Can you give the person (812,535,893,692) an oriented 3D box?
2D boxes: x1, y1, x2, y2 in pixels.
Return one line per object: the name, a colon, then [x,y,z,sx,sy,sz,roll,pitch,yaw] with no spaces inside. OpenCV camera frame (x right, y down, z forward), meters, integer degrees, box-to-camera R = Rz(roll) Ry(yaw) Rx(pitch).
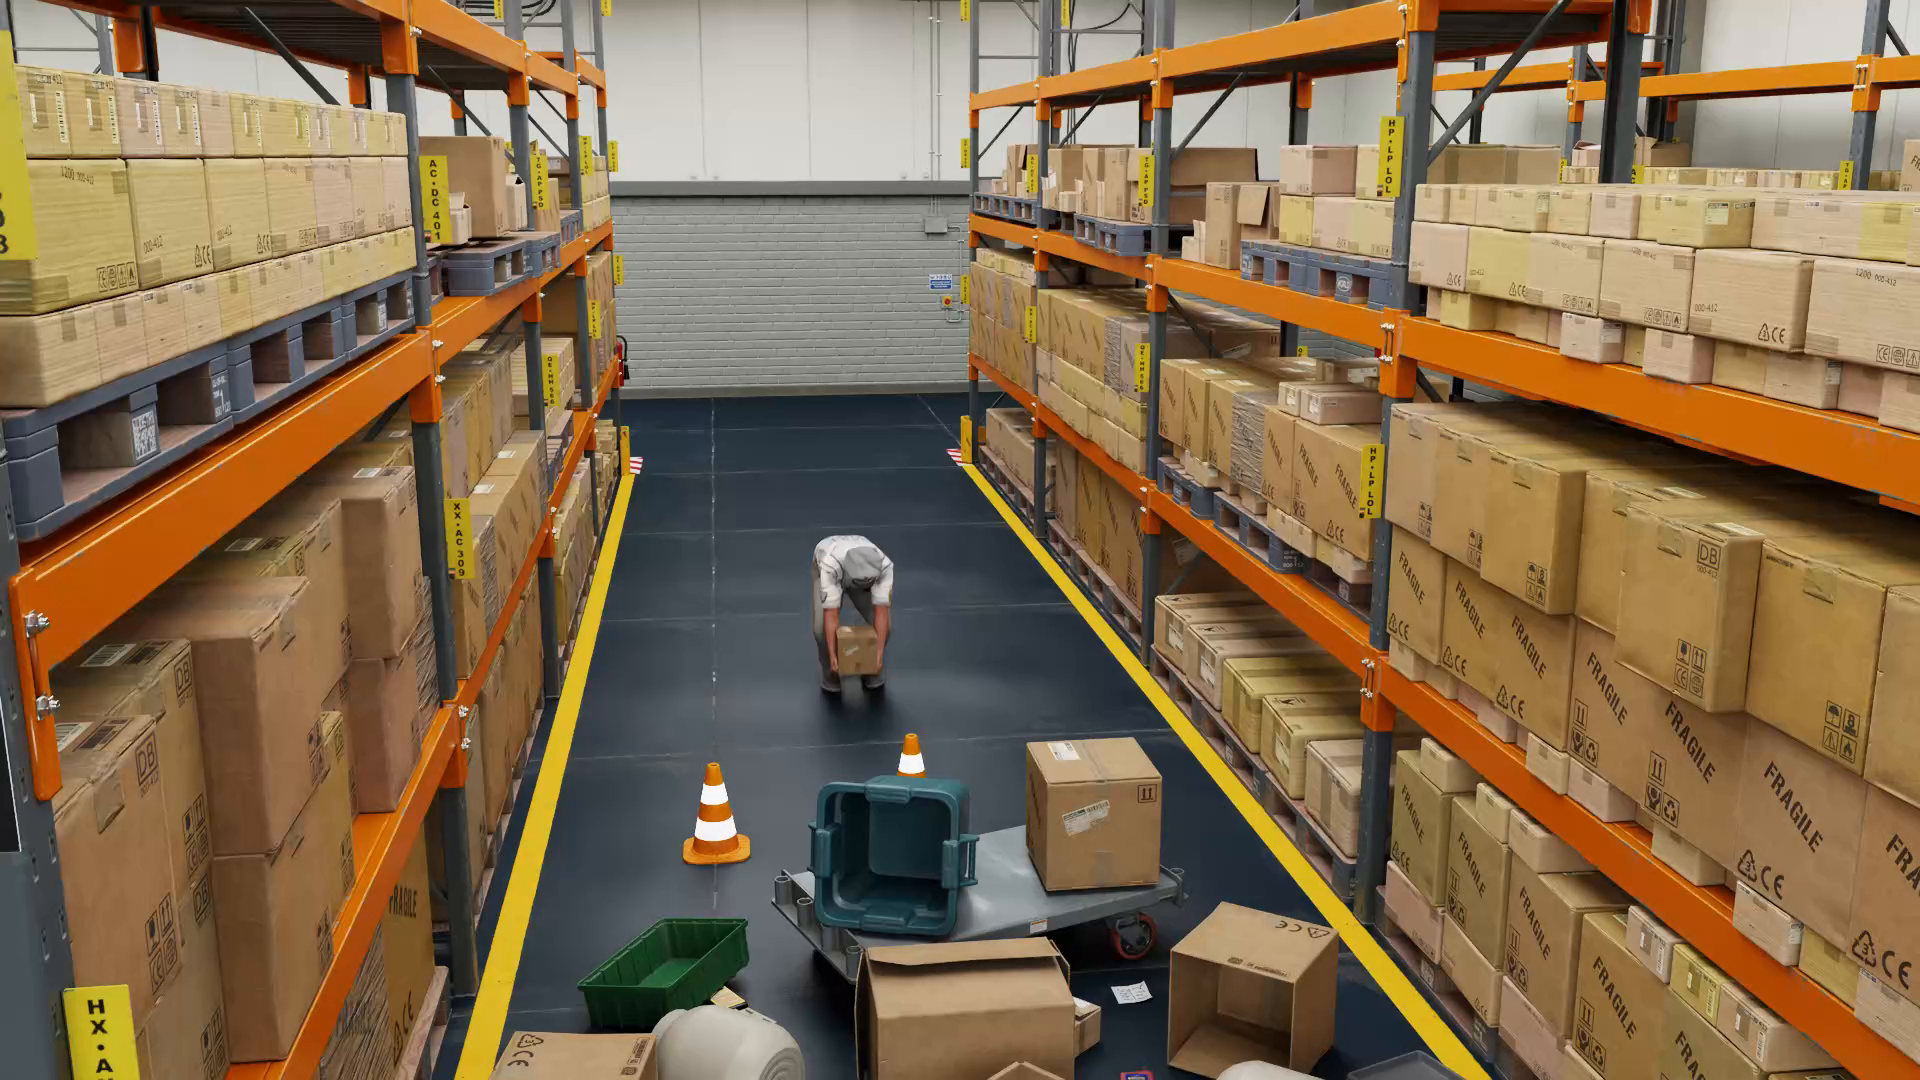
person: [-0.697,0.484,10.880,0.528,1.077,1.033,-3,13,-11]
